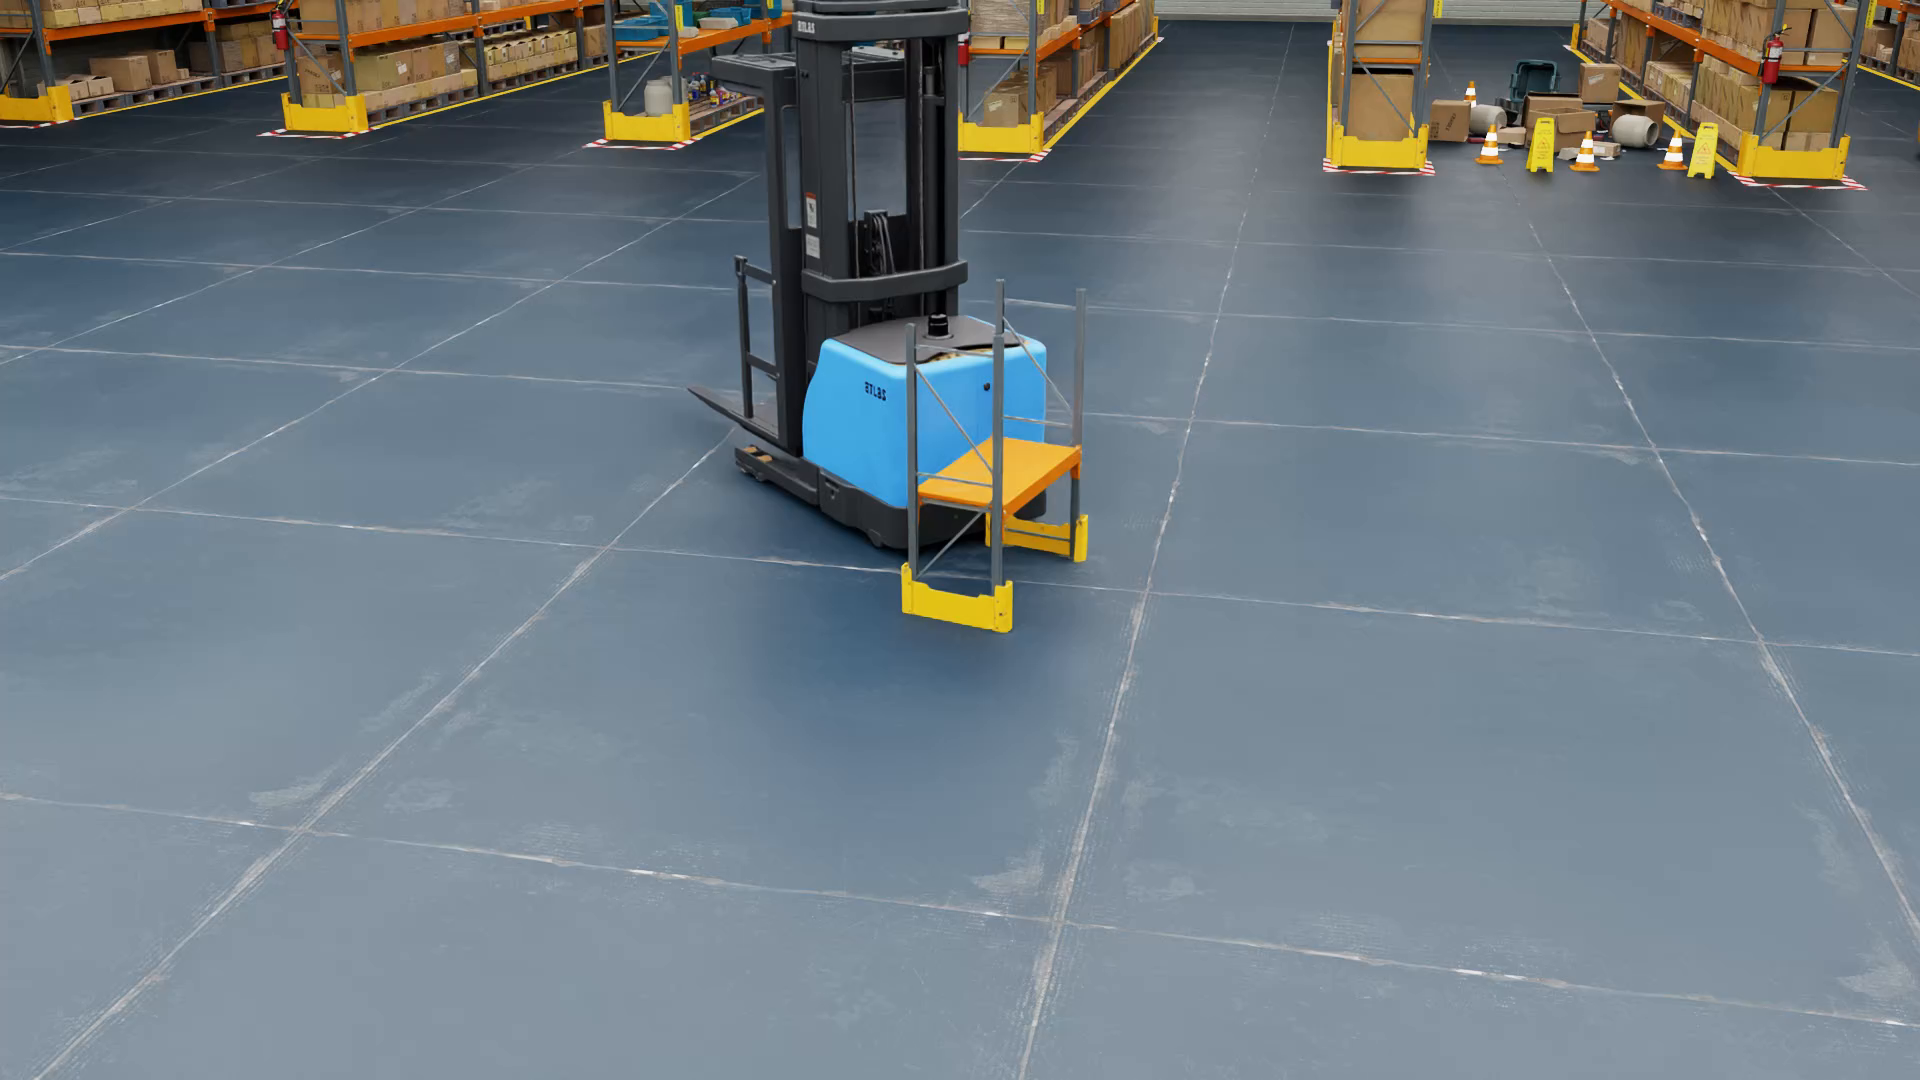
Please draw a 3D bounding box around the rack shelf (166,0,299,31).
[{"bbox_3d":[-12.818,-9.607,30.155,1.077,0.370,4.000,4,22,11],"label":"rack shelf"}]

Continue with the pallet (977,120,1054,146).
[{"bbox_3d":[0.721,-5.642,23.080,1.003,0.211,1.213,4,22,11],"label":"pallet"}]

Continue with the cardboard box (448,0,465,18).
[{"bbox_3d":[-8.460,-8.716,26.847,0.700,0.500,0.500,4,22,10],"label":"cardboard box"}]

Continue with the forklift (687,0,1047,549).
[{"bbox_3d":[-0.746,-1.805,9.911,1.130,2.935,3.031,-14,26,-31],"label":"forklift"}]

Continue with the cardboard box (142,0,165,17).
[{"bbox_3d":[-13.223,-8.586,26.831,0.500,0.250,0.500,4,22,11],"label":"cardboard box"}]

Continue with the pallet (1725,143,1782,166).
[{"bbox_3d":[10.423,-4.887,21.205,1.003,0.211,1.213,4,22,11],"label":"pallet"}]

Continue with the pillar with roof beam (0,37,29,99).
[{"bbox_3d":[-10.532,-10.523,23.436,9.100,9.000,0.400,4,22,11],"label":"pillar with roof beam"}]

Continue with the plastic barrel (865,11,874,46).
[{"bbox_3d":[-2.023,-10.403,33.417,0.600,0.901,0.708,4,22,11],"label":"plastic barrel"}]

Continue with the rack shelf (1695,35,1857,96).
[{"bbox_3d":[10.615,-6.256,21.834,1.077,0.370,4.000,4,22,11],"label":"rack shelf"}]

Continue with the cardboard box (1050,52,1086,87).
[{"bbox_3d":[1.697,-7.721,27.268,0.700,0.500,0.500,3,22,6],"label":"cardboard box"}]

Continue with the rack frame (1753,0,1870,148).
[{"bbox_3d":[10.207,-5.858,19.884,1.000,3.000,0.127,4,22,11],"label":"rack frame"}]

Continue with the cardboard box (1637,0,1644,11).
[{"bbox_3d":[11.777,-9.107,28.152,0.500,0.250,0.500,5,22,12],"label":"cardboard box"}]

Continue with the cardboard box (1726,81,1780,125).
[{"bbox_3d":[10.218,-5.629,21.430,0.500,0.500,0.500,5,23,13],"label":"cardboard box"}]

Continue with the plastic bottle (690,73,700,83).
[{"bbox_3d":[-4.137,-7.097,25.916,0.144,0.351,0.185,4,22,9],"label":"plastic bottle"}]

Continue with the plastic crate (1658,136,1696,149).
[{"bbox_3d":[9.900,-5.455,22.791,0.402,0.080,0.583,-3,22,-8],"label":"plastic crate"}]

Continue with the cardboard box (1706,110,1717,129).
[{"bbox_3d":[10.435,-5.655,22.497,0.500,0.250,0.500,4,22,10],"label":"cardboard box"}]

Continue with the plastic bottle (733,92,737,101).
[{"bbox_3d":[-3.519,-6.890,25.502,0.152,0.276,0.135,5,22,12],"label":"plastic bottle"}]

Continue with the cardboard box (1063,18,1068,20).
[{"bbox_3d":[1.395,-7.681,24.747,0.380,0.149,0.250,4,22,11],"label":"cardboard box"}]

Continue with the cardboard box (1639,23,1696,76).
[{"bbox_3d":[12.061,-8.239,28.078,0.875,0.875,0.875,4,22,10],"label":"cardboard box"}]

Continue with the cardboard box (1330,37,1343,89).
[{"bbox_3d":[6.585,-7.740,27.005,1.050,0.750,0.750,5,22,12],"label":"cardboard box"}]

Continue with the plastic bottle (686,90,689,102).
[{"bbox_3d":[-4.165,-6.740,25.231,0.097,0.201,0.097,0,22,0],"label":"plastic bottle"}]

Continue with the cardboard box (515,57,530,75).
[{"bbox_3d":[-7.842,-8.257,28.960,0.500,0.250,0.500,4,22,9],"label":"cardboard box"}]

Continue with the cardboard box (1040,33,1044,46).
[{"bbox_3d":[0.932,-6.763,22.468,0.380,0.149,0.250,4,22,11],"label":"cardboard box"}]

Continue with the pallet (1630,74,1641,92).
[{"bbox_3d":[12.074,-7.773,28.371,1.003,0.211,1.213,4,22,11],"label":"pallet"}]

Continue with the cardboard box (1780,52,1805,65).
[{"bbox_3d":[10.074,-5.895,20.311,0.380,0.149,0.250,5,23,13],"label":"cardboard box"}]

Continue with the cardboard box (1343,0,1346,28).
[{"bbox_3d":[6.001,-7.919,24.867,0.500,0.500,0.500,4,22,11],"label":"cardboard box"}]

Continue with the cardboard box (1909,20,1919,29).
[{"bbox_3d":[17.241,-9.228,29.769,0.380,0.149,0.250,4,22,10],"label":"cardboard box"}]

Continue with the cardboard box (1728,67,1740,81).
[{"bbox_3d":[10.234,-6.066,21.647,0.380,0.149,0.250,5,23,13],"label":"cardboard box"}]

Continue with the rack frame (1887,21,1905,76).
[{"bbox_3d":[17.515,-9.870,29.845,1.000,3.000,0.127,4,22,11],"label":"rack frame"}]

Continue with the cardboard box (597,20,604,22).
[{"bbox_3d":[-7.392,-10.082,33.129,0.500,0.500,0.500,4,22,9],"label":"cardboard box"}]

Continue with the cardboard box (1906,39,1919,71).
[{"bbox_3d":[17.097,-8.550,29.351,0.500,0.500,0.500,4,22,10],"label":"cardboard box"}]

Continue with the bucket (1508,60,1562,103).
[{"bbox_3d":[8.386,-6.622,24.129,0.726,0.611,0.620,13,15,29],"label":"bucket"}]

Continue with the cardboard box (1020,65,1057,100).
[{"bbox_3d":[1.201,-6.968,25.425,0.500,0.500,0.500,4,22,9],"label":"cardboard box"}]

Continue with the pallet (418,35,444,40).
[{"bbox_3d":[-11.677,-10.553,35.275,1.003,0.211,1.213,4,22,11],"label":"pallet"}]

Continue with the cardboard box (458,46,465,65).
[{"bbox_3d":[-8.574,-8.182,28.023,0.500,0.311,0.500,4,22,11],"label":"cardboard box"}]

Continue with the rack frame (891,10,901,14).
[{"bbox_3d":[-1.079,-12.843,37.226,1.000,3.000,0.127,4,22,11],"label":"rack frame"}]

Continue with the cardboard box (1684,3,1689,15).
[{"bbox_3d":[10.995,-7.894,24.713,0.380,0.149,0.250,5,22,11],"label":"cardboard box"}]

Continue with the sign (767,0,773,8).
[{"bbox_3d":[-2.991,-8.536,26.163,0.100,0.325,0.005,4,22,11],"label":"sign"}]

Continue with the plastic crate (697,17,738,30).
[{"bbox_3d":[-3.611,-7.718,24.856,0.530,0.136,0.437,4,22,11],"label":"plastic crate"}]

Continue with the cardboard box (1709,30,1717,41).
[{"bbox_3d":[10.644,-7.017,23.098,0.380,0.149,0.250,5,22,12],"label":"cardboard box"}]

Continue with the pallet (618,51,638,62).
[{"bbox_3d":[-7.119,-9.717,33.199,1.003,0.211,1.213,4,22,11],"label":"pallet"}]

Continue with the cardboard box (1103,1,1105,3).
[{"bbox_3d":[2.503,-9.743,29.395,0.500,0.500,0.500,5,22,12],"label":"cardboard box"}]

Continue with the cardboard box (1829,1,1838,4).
[{"bbox_3d":[10.780,-6.571,21.121,0.500,0.500,0.500,4,22,10],"label":"cardboard box"}]

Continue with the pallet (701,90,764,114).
[{"bbox_3d":[-3.705,-6.918,26.248,1.003,0.211,1.213,4,22,11],"label":"pallet"}]

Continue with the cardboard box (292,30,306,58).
[{"bbox_3d":[-12.725,-9.270,31.112,0.700,0.500,0.500,4,22,11],"label":"cardboard box"}]

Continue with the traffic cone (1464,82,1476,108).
[{"bbox_3d":[7.908,-6.860,25.767,0.336,0.463,0.334,4,22,11],"label":"traffic cone"}]

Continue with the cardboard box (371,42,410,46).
[{"bbox_3d":[-8.981,-7.589,26.295,0.500,0.500,0.500,4,22,11],"label":"cardboard box"}]

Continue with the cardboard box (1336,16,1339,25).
[{"bbox_3d":[8.050,-10.840,34.712,0.380,0.149,0.250,4,22,11],"label":"cardboard box"}]

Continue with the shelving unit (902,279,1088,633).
[{"bbox_3d":[0.200,-0.461,8.491,0.587,1.500,1.083,10,24,24],"label":"shelving unit"}]

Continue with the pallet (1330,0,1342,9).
[{"bbox_3d":[7.014,-9.304,28.697,1.213,0.211,1.003,4,22,11],"label":"pallet"}]

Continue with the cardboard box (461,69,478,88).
[{"bbox_3d":[-8.256,-7.566,27.243,0.500,0.250,0.500,4,22,11],"label":"cardboard box"}]

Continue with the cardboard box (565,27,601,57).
[{"bbox_3d":[-7.187,-9.485,31.647,0.500,0.500,0.500,5,23,13],"label":"cardboard box"}]

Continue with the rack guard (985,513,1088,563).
[{"bbox_3d":[0.416,-0.049,9.140,0.587,0.250,0.087,10,24,24],"label":"rack guard"}]

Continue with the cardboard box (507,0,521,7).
[{"bbox_3d":[-7.993,-9.535,28.879,0.500,0.500,0.500,4,22,11],"label":"cardboard box"}]

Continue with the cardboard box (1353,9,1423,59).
[{"bbox_3d":[5.372,-6.407,21.046,0.875,0.550,0.550,4,22,11],"label":"cardboard box"}]

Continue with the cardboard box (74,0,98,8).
[{"bbox_3d":[-13.540,-8.365,25.280,0.500,0.500,0.500,5,22,11],"label":"cardboard box"}]

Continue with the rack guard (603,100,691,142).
[{"bbox_3d":[-4.374,-5.863,23.242,1.175,0.500,0.348,4,22,11],"label":"rack guard"}]

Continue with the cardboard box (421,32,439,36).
[{"bbox_3d":[-11.599,-11.085,35.177,0.750,0.750,0.750,5,22,12],"label":"cardboard box"}]

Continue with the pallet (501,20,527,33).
[{"bbox_3d":[-10.864,-12.006,38.882,1.003,0.211,1.213,4,22,11],"label":"pallet"}]
